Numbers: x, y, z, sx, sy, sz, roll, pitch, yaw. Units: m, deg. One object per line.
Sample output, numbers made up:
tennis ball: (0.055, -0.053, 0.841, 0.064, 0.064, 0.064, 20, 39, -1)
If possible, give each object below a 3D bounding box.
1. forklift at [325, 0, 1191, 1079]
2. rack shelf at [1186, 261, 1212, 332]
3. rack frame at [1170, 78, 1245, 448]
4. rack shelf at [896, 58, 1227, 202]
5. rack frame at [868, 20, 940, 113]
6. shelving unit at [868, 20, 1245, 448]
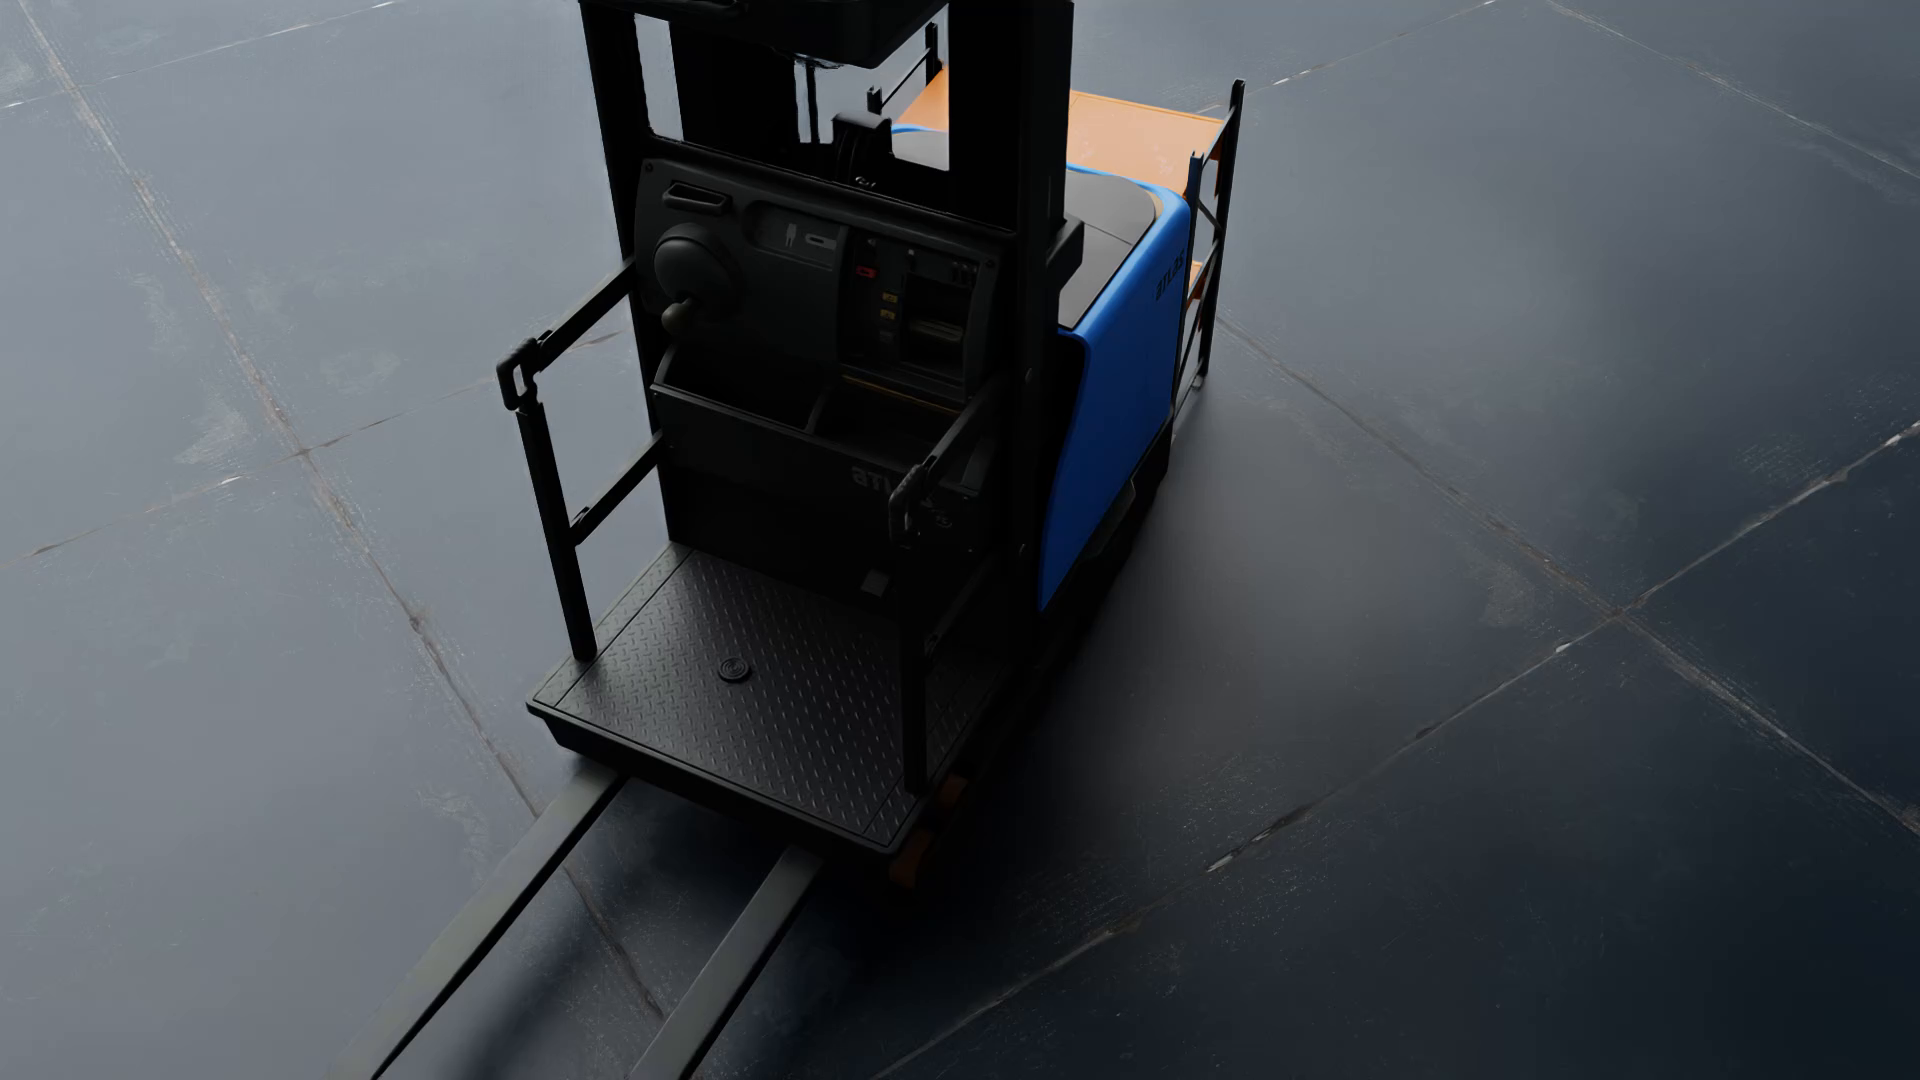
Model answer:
forklift: (-0.434, -0.511, 3.663, 1.130, 2.935, 3.031, 19, 47, 19)
rack shelf: (0.297, -0.805, 5.633, 1.000, 0.278, 0.538, 16, 46, 16)
rack frame: (0.768, -0.850, 5.325, 0.032, 1.125, 0.500, 16, 46, 16)
rack shelf: (0.297, -1.194, 5.262, 1.000, 0.278, 0.538, 16, 46, 16)
rack frame: (-0.173, -1.114, 5.603, 0.032, 1.125, 0.500, 16, 46, 16)
shelving unit: (0.297, -0.982, 5.464, 1.048, 1.125, 0.538, 16, 46, 16)
